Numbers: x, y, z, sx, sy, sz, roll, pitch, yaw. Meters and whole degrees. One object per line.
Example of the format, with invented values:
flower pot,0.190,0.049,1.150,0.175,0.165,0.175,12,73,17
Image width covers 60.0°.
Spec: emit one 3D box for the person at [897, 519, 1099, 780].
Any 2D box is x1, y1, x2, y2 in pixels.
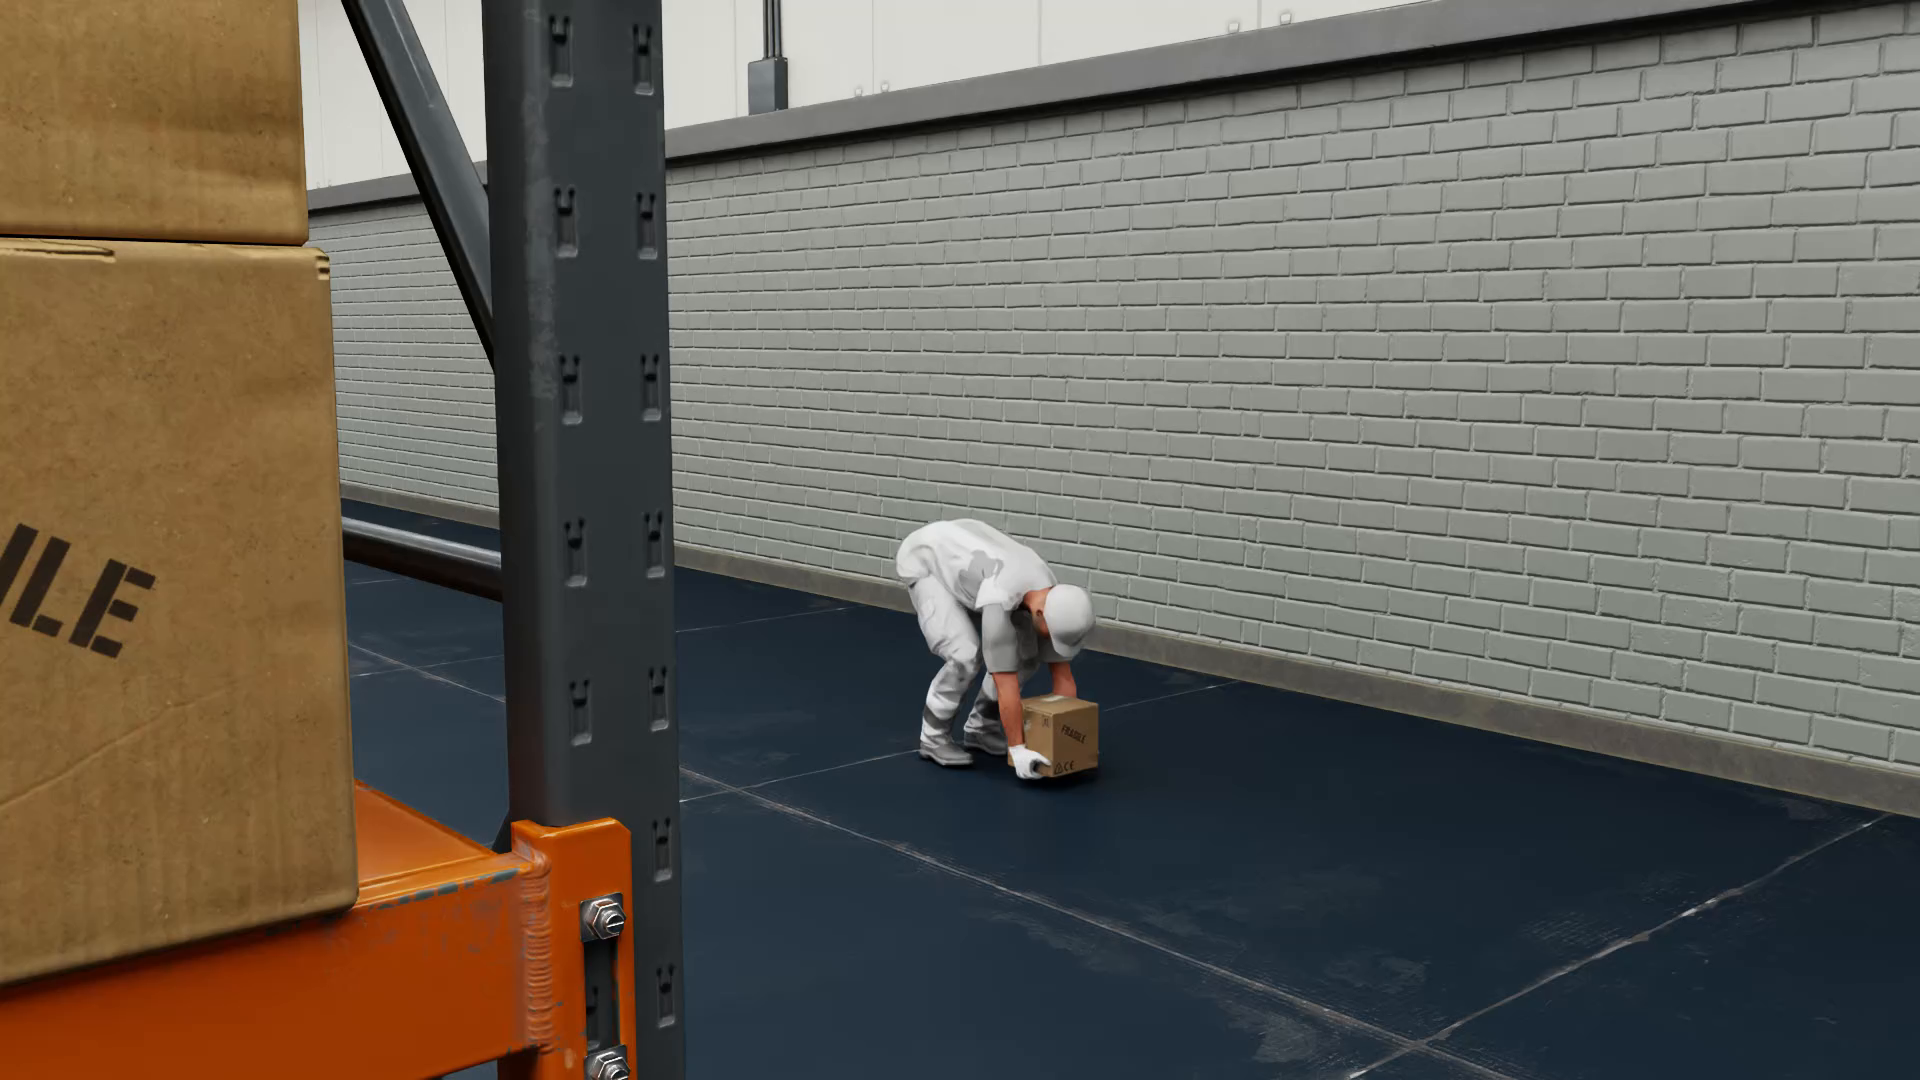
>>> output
person,0.160,0.420,6.606,0.532,0.970,0.948,-7,10,-44
